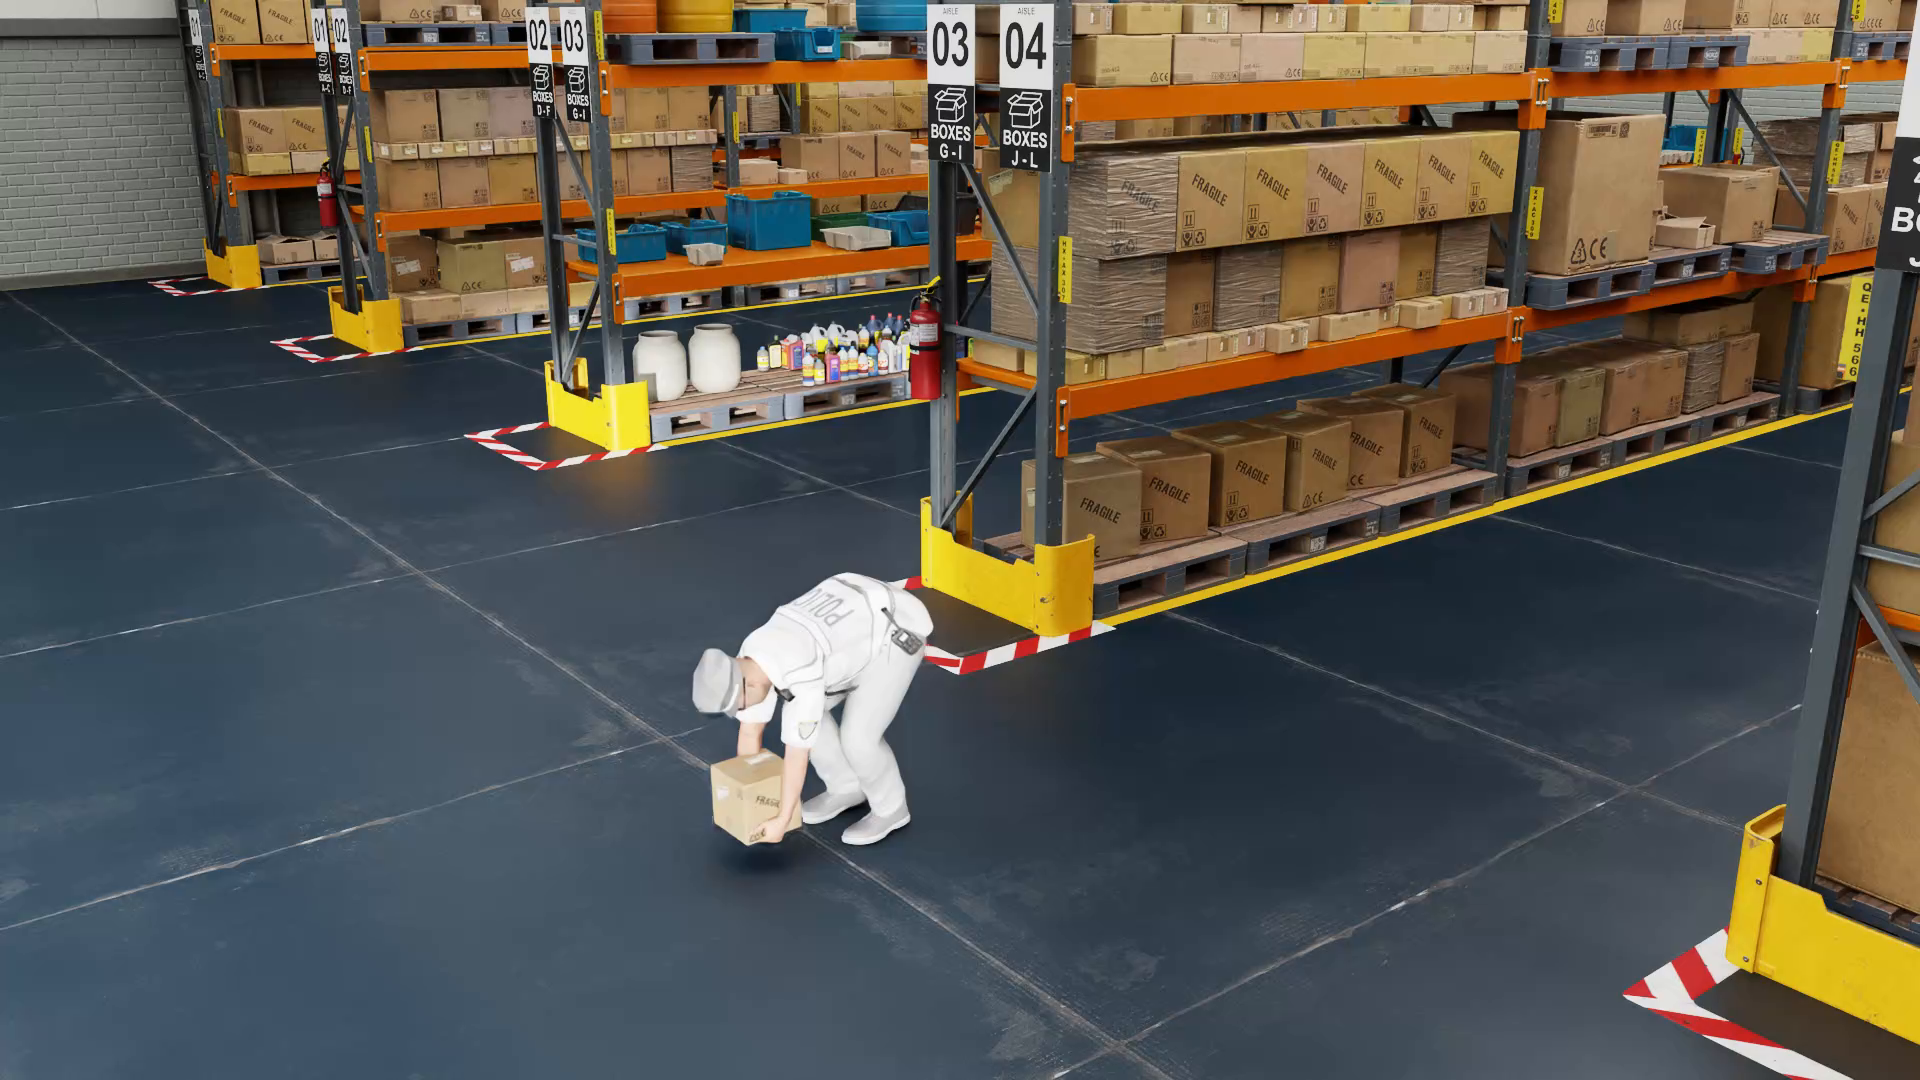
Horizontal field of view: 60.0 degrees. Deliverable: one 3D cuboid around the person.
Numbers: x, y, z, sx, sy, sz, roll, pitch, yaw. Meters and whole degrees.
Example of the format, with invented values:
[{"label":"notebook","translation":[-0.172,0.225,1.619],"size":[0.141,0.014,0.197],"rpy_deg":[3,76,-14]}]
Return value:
[{"label":"person","translation":[-0.571,0.698,6.535],"size":[1.033,1.029,0.519],"rpy_deg":[-15,23,-39]}]
